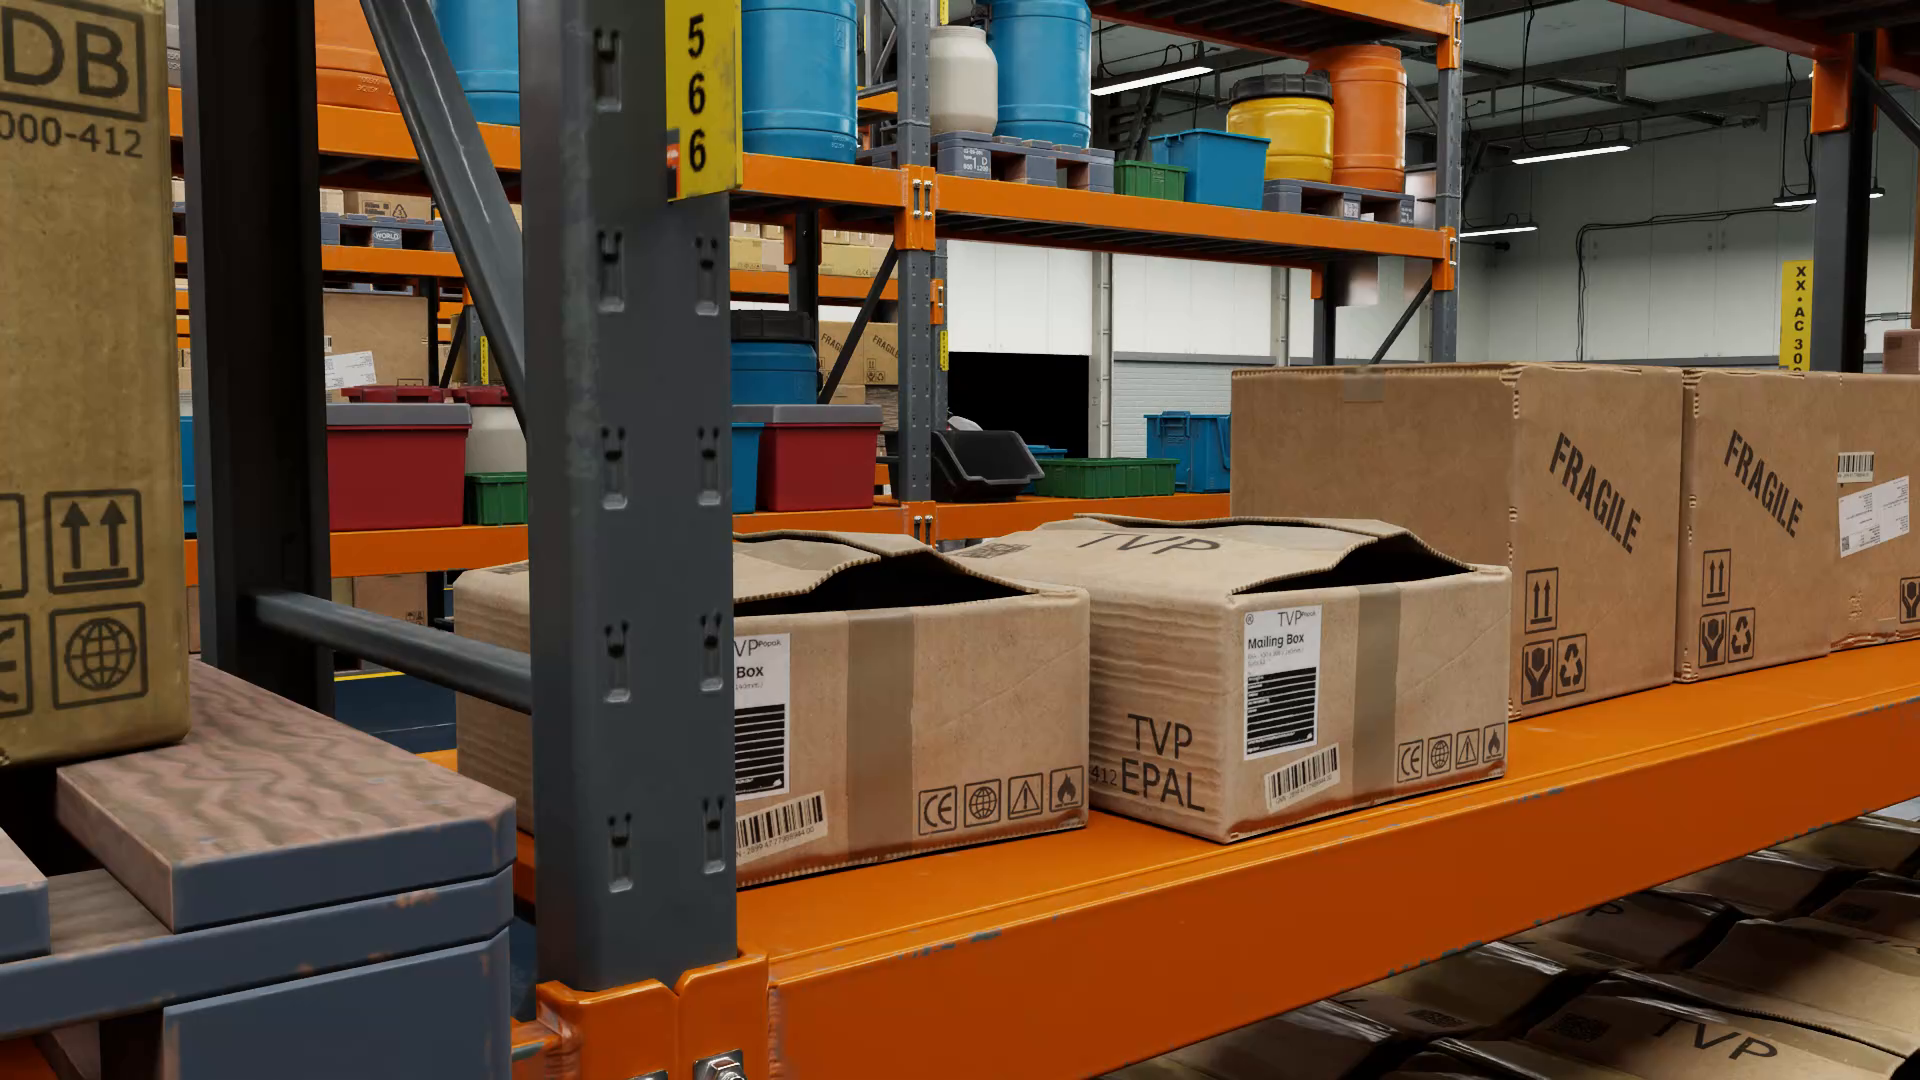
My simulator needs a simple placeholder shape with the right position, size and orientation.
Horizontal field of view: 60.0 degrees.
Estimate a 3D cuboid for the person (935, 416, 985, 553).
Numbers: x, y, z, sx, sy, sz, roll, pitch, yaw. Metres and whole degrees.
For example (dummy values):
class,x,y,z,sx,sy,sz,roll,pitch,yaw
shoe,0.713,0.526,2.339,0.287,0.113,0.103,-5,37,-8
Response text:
class,x,y,z,sx,sy,sz,roll,pitch,yaw
person,-0.030,-0.087,12.540,0.587,1.694,0.529,-4,6,-39
